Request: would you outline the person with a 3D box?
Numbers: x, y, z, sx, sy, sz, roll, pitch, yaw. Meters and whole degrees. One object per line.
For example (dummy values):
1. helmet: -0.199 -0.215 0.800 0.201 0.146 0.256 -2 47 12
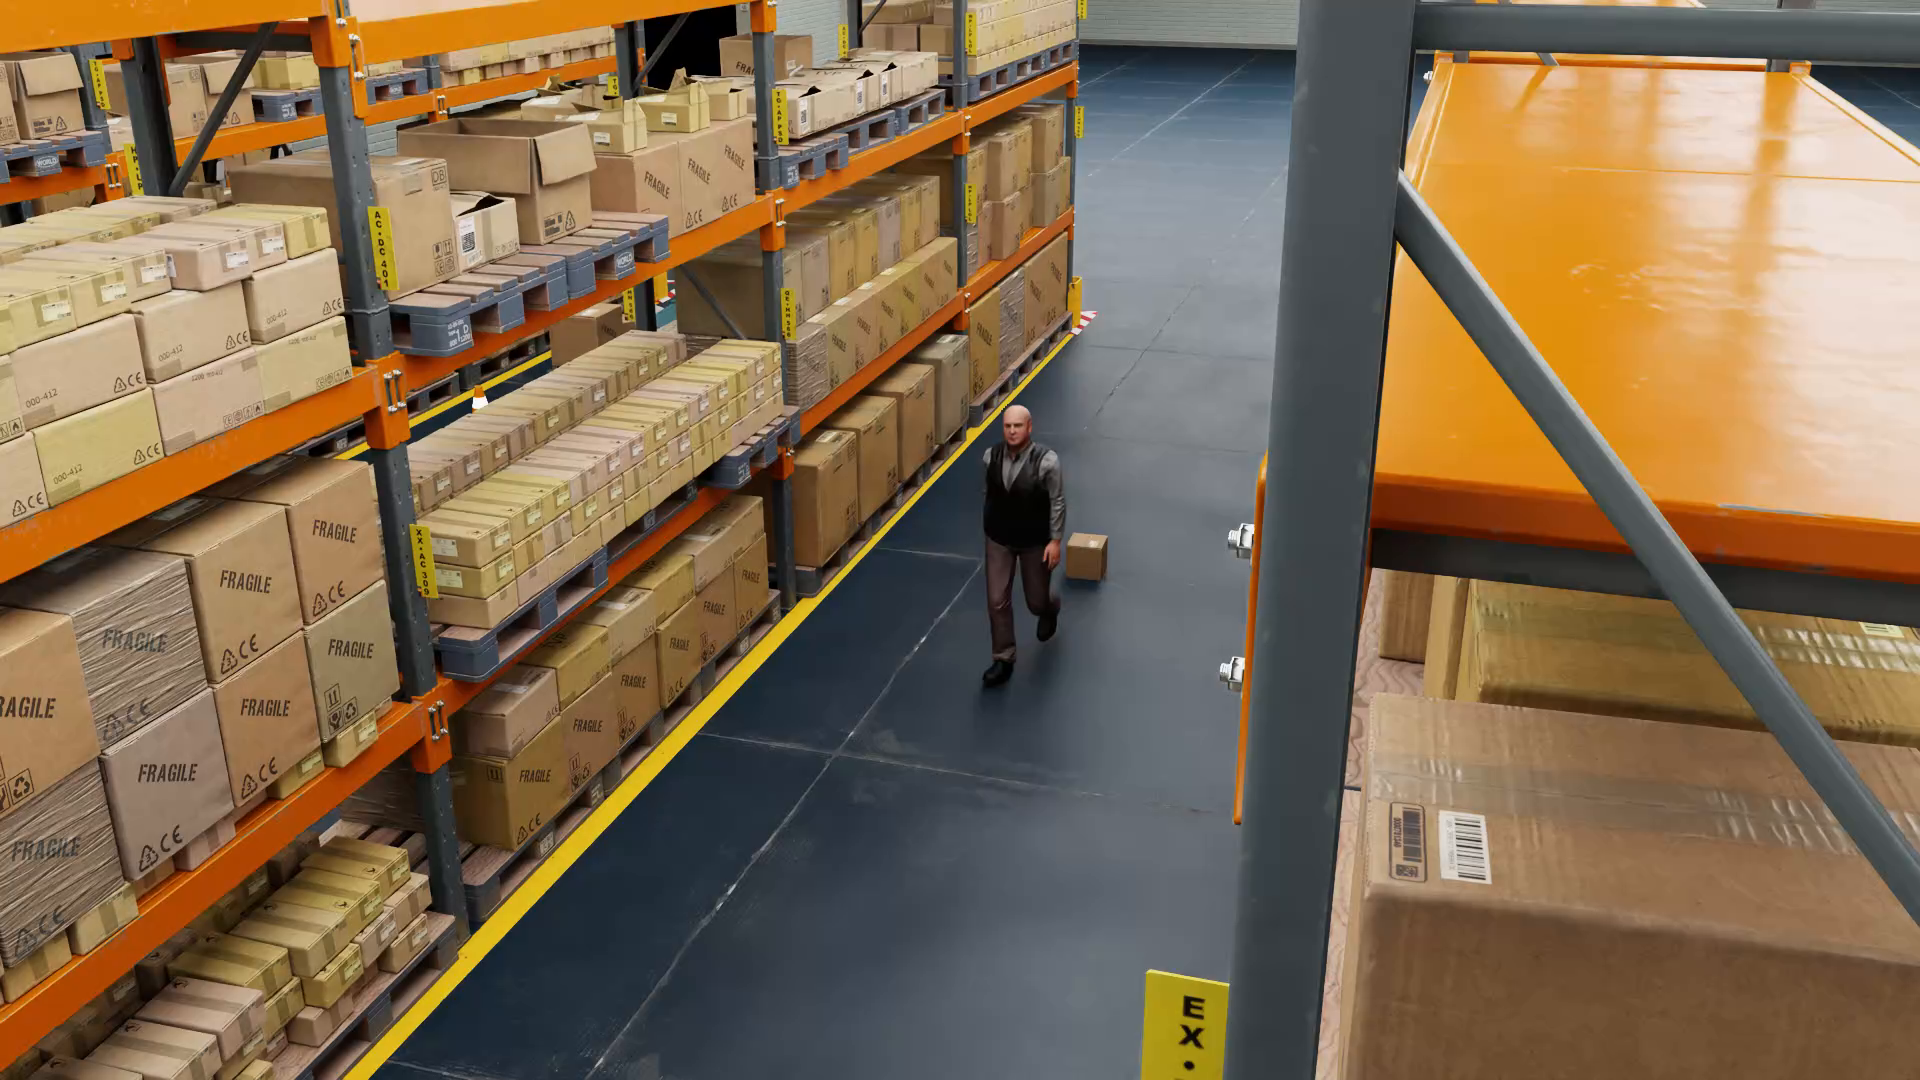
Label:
1. person: 0.398 -0.022 10.158 0.550 1.697 0.838 9 23 20
